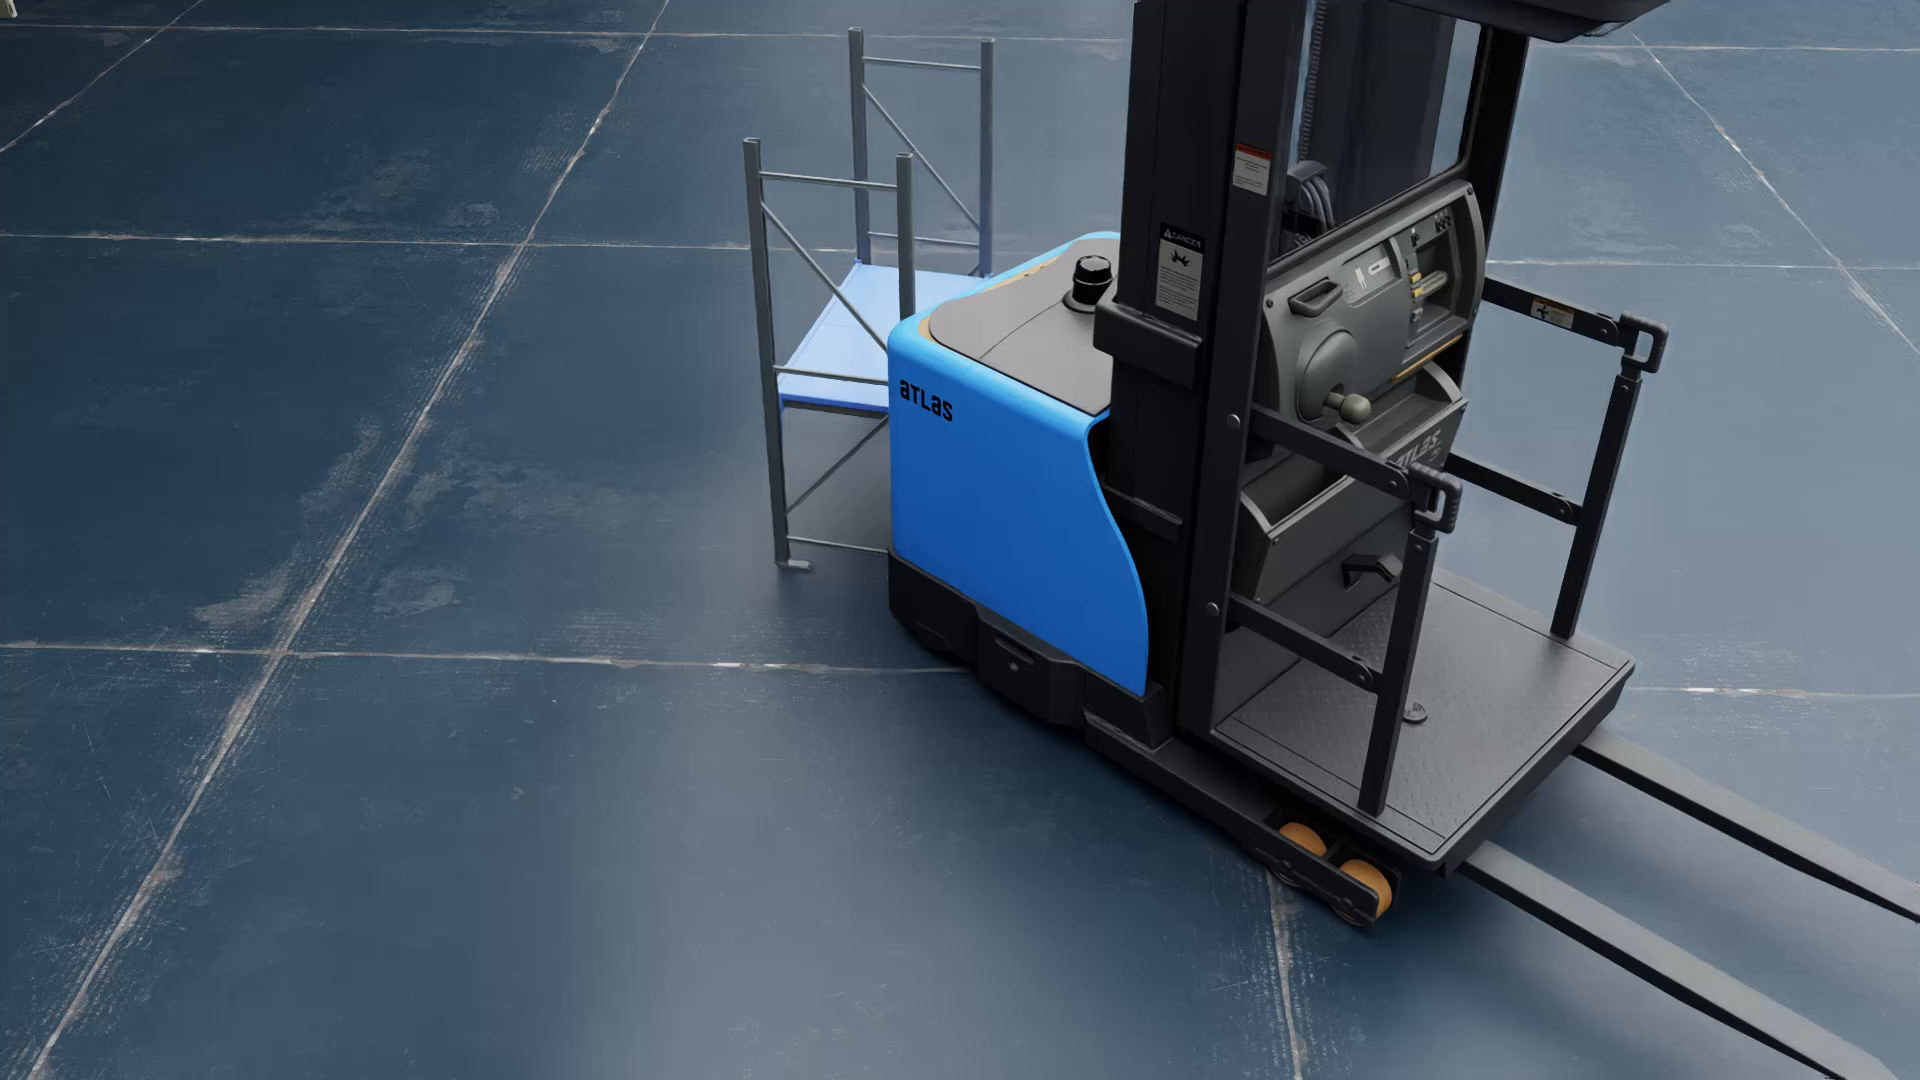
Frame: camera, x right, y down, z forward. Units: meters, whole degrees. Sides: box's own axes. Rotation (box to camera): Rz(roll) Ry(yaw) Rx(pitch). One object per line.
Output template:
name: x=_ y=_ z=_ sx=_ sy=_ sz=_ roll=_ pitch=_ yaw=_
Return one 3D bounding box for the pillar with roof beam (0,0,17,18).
pillar with roof beam: x=-1.776 y=-6.770 z=7.557 sx=9.100 sy=9.000 sz=0.400 roll=1 pitch=35 yaw=2

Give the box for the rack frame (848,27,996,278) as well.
rack frame: x=-0.128 y=-1.070 z=5.969 sx=0.500 sy=1.500 sz=0.032 roll=8 pitch=36 yaw=12

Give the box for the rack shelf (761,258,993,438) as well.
rack shelf: x=-0.253 y=-0.640 z=5.669 sx=0.538 sy=0.185 sz=1.000 roll=8 pitch=36 yaw=12

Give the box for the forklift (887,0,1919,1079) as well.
forklift: x=1.181 y=-0.539 z=3.968 sx=3.031 sy=2.935 sz=1.130 roll=29 pitch=44 yaw=35

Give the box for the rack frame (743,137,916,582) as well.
rack frame: x=-0.377 y=-0.504 z=5.162 sx=0.500 sy=1.500 sz=0.032 roll=8 pitch=36 yaw=12

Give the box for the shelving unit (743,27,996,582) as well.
shelving unit: x=-0.253 y=-0.787 z=5.565 sx=0.538 sy=1.500 sz=1.048 roll=8 pitch=36 yaw=12
